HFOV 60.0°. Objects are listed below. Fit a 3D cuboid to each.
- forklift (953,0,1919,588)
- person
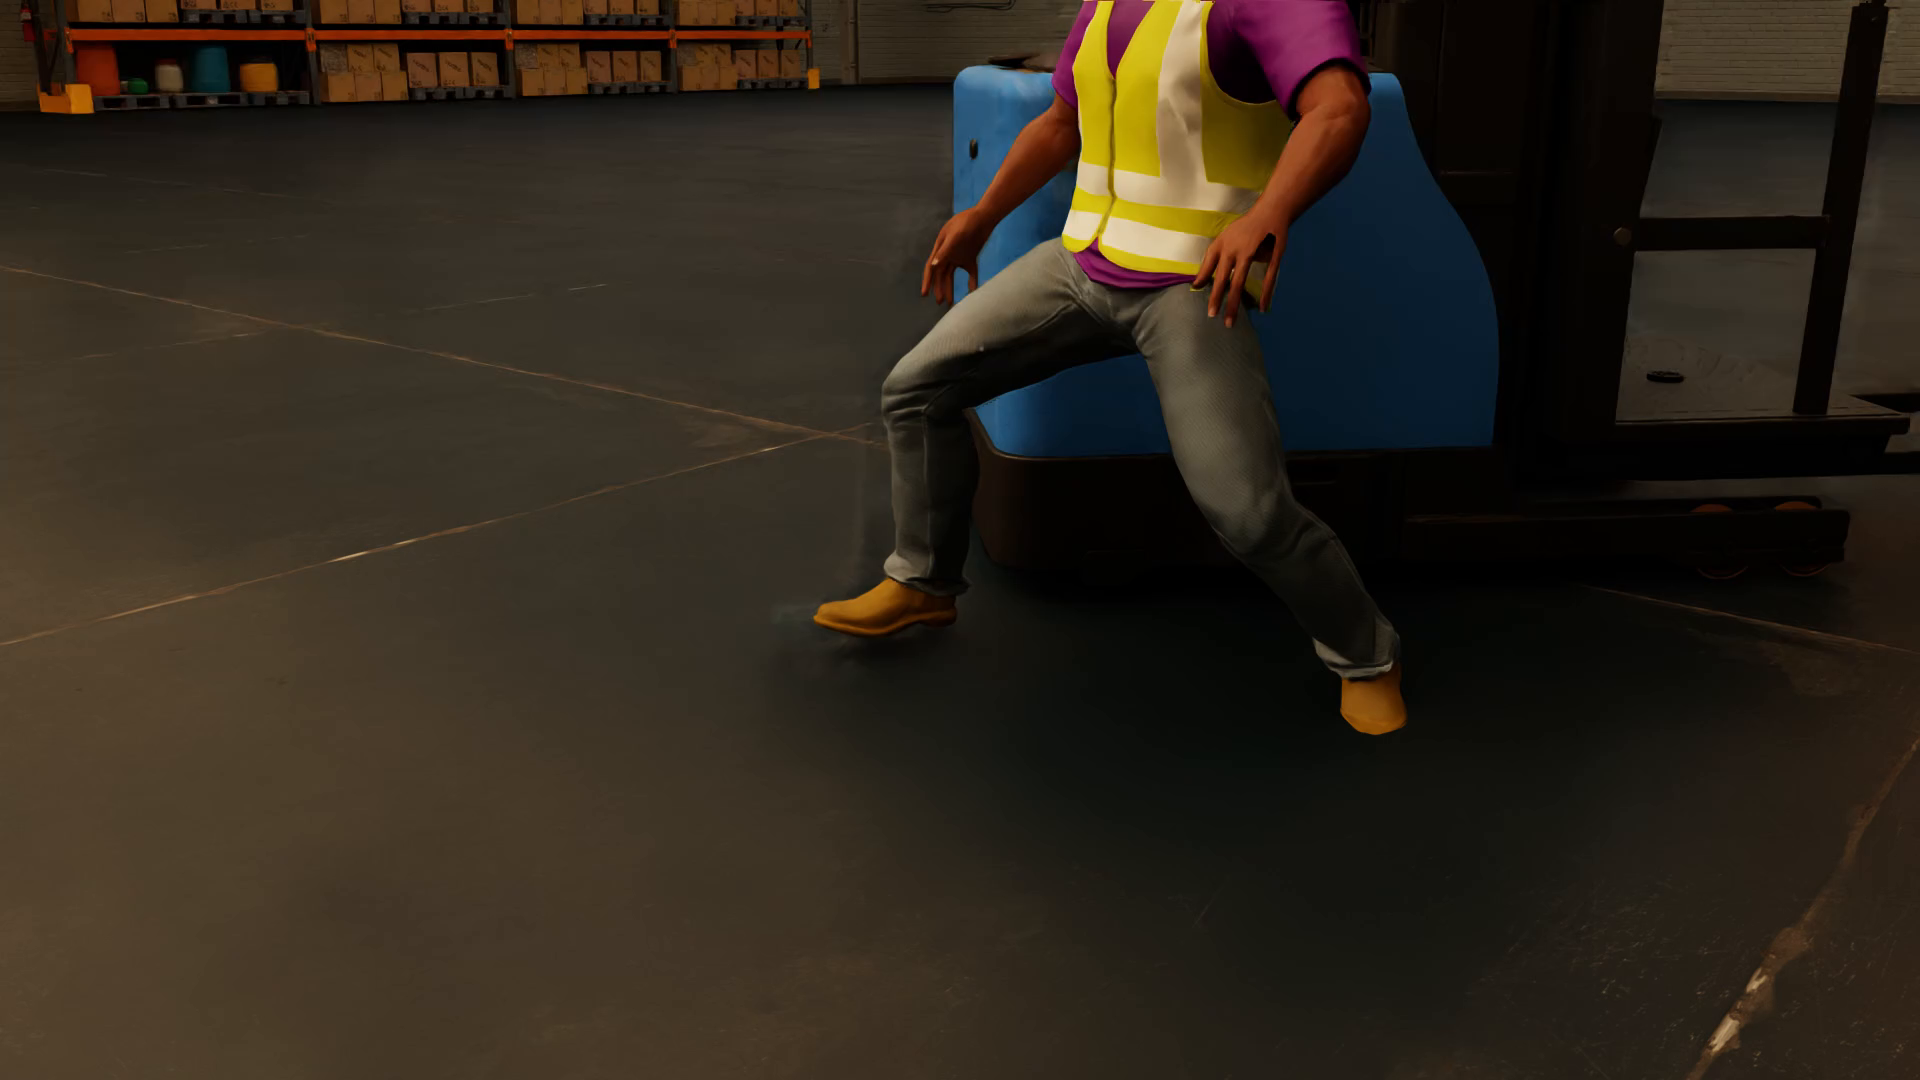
[{"bbox_3d":[1.523,-1.465,3.723,3.031,2.935,1.130,-2,17,-6],"label":"forklift"},{"bbox_3d":[0.319,-0.468,2.818,0.852,1.640,1.010,-10,20,-31],"label":"person"}]
